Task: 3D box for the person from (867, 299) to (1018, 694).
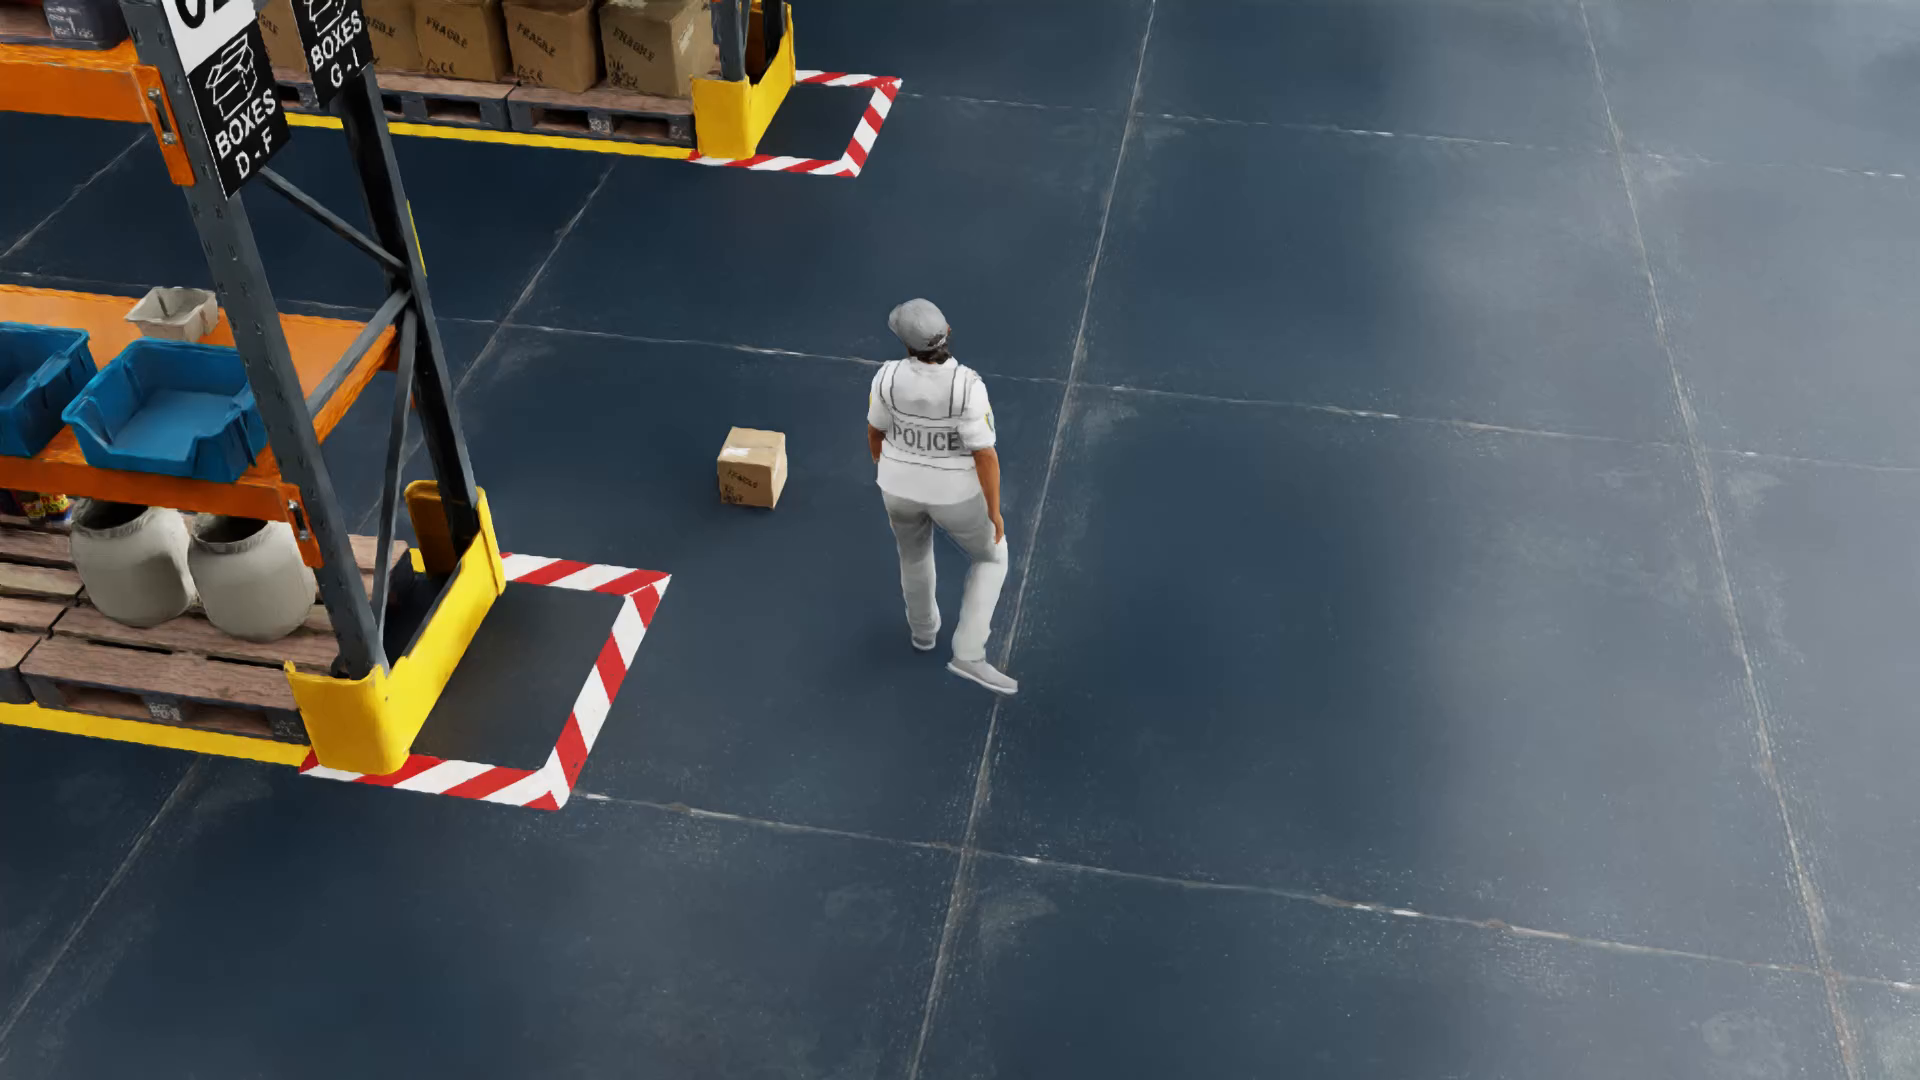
[{"bbox_3d":[-0.043,-0.136,6.321,0.681,1.659,0.586,10,42,12],"label":"person"}]
